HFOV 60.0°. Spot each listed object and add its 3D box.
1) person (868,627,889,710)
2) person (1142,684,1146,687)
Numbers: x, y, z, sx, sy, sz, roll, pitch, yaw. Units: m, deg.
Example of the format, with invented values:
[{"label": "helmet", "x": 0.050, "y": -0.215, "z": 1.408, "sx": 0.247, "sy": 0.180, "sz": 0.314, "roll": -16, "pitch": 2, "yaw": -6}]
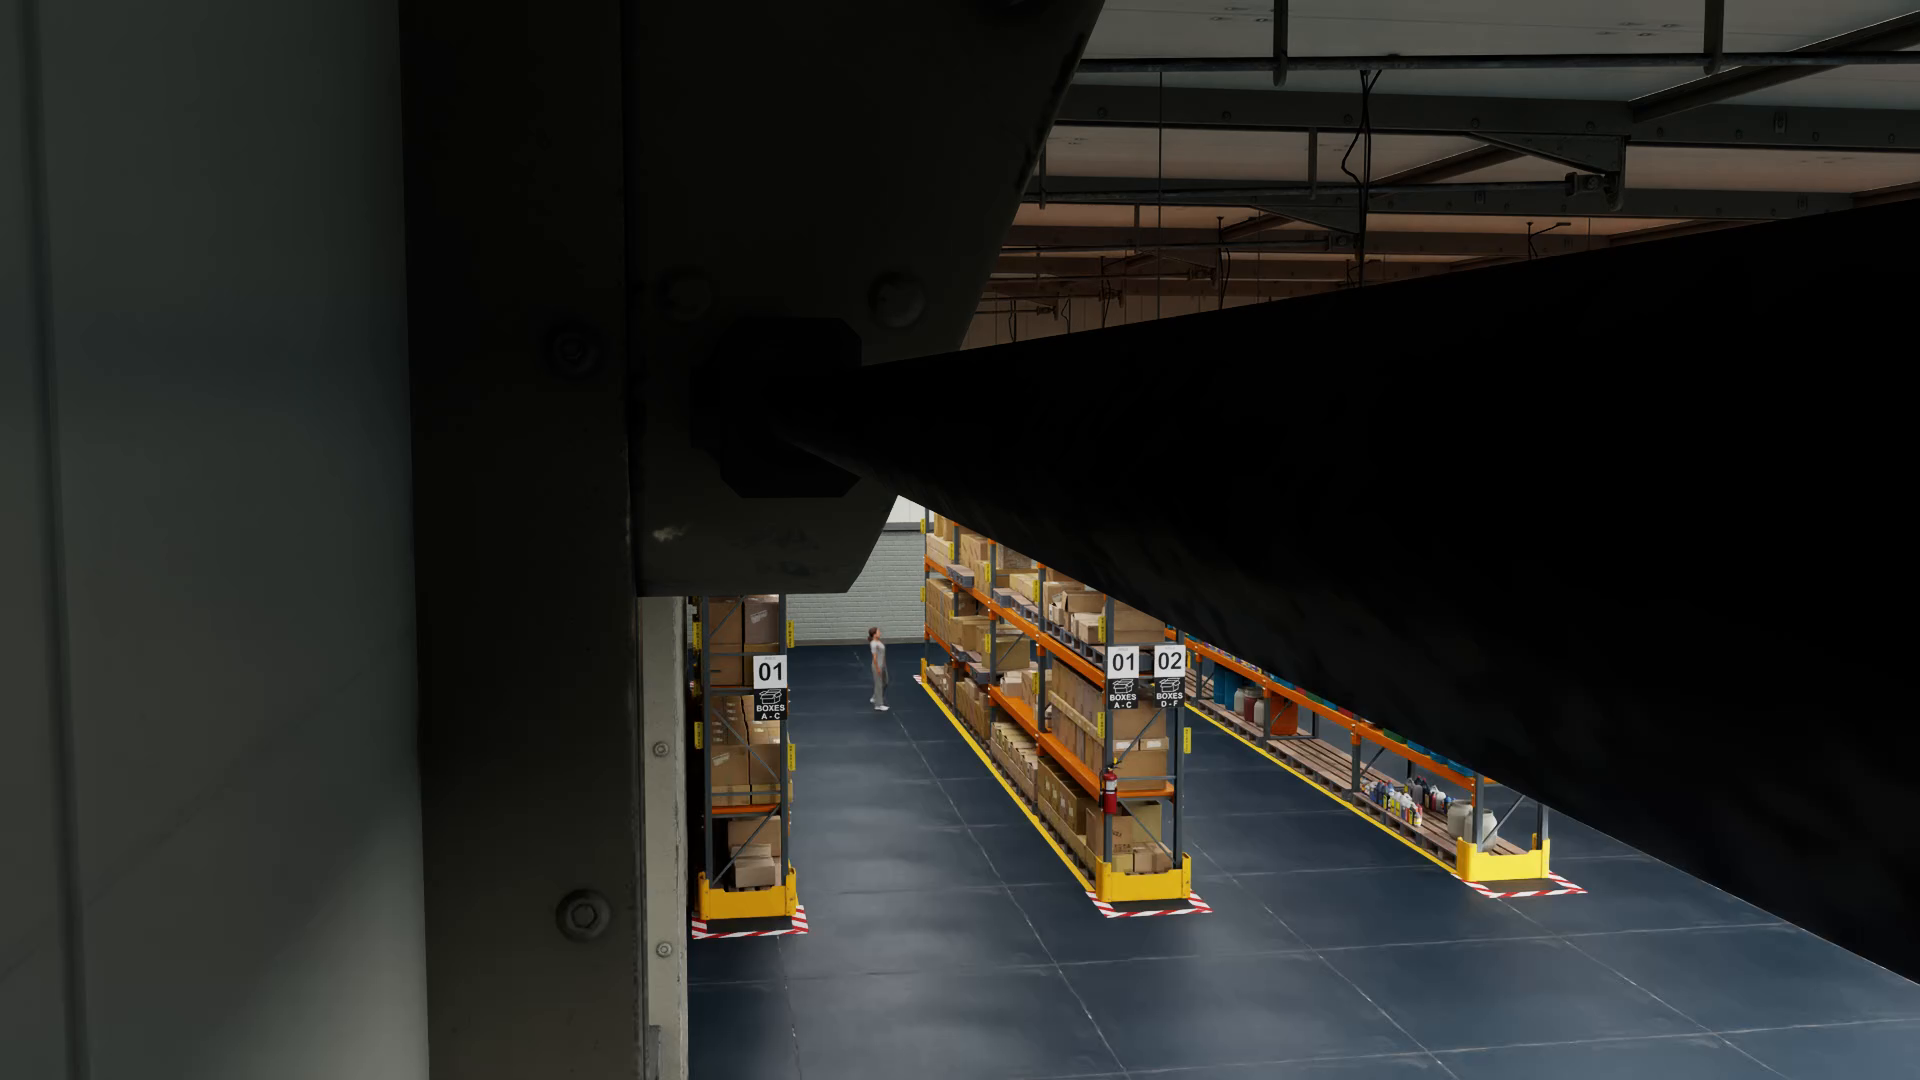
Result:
[{"label": "person", "x": -1.630, "y": 2.593, "z": 33.433, "sx": 0.493, "sy": 1.630, "sz": 0.513, "roll": 1, "pitch": 5, "yaw": 15}, {"label": "person", "x": 3.734, "y": 2.501, "z": 34.391, "sx": 0.530, "sy": 1.734, "sz": 0.520, "roll": -3, "pitch": 6, "yaw": -32}]
